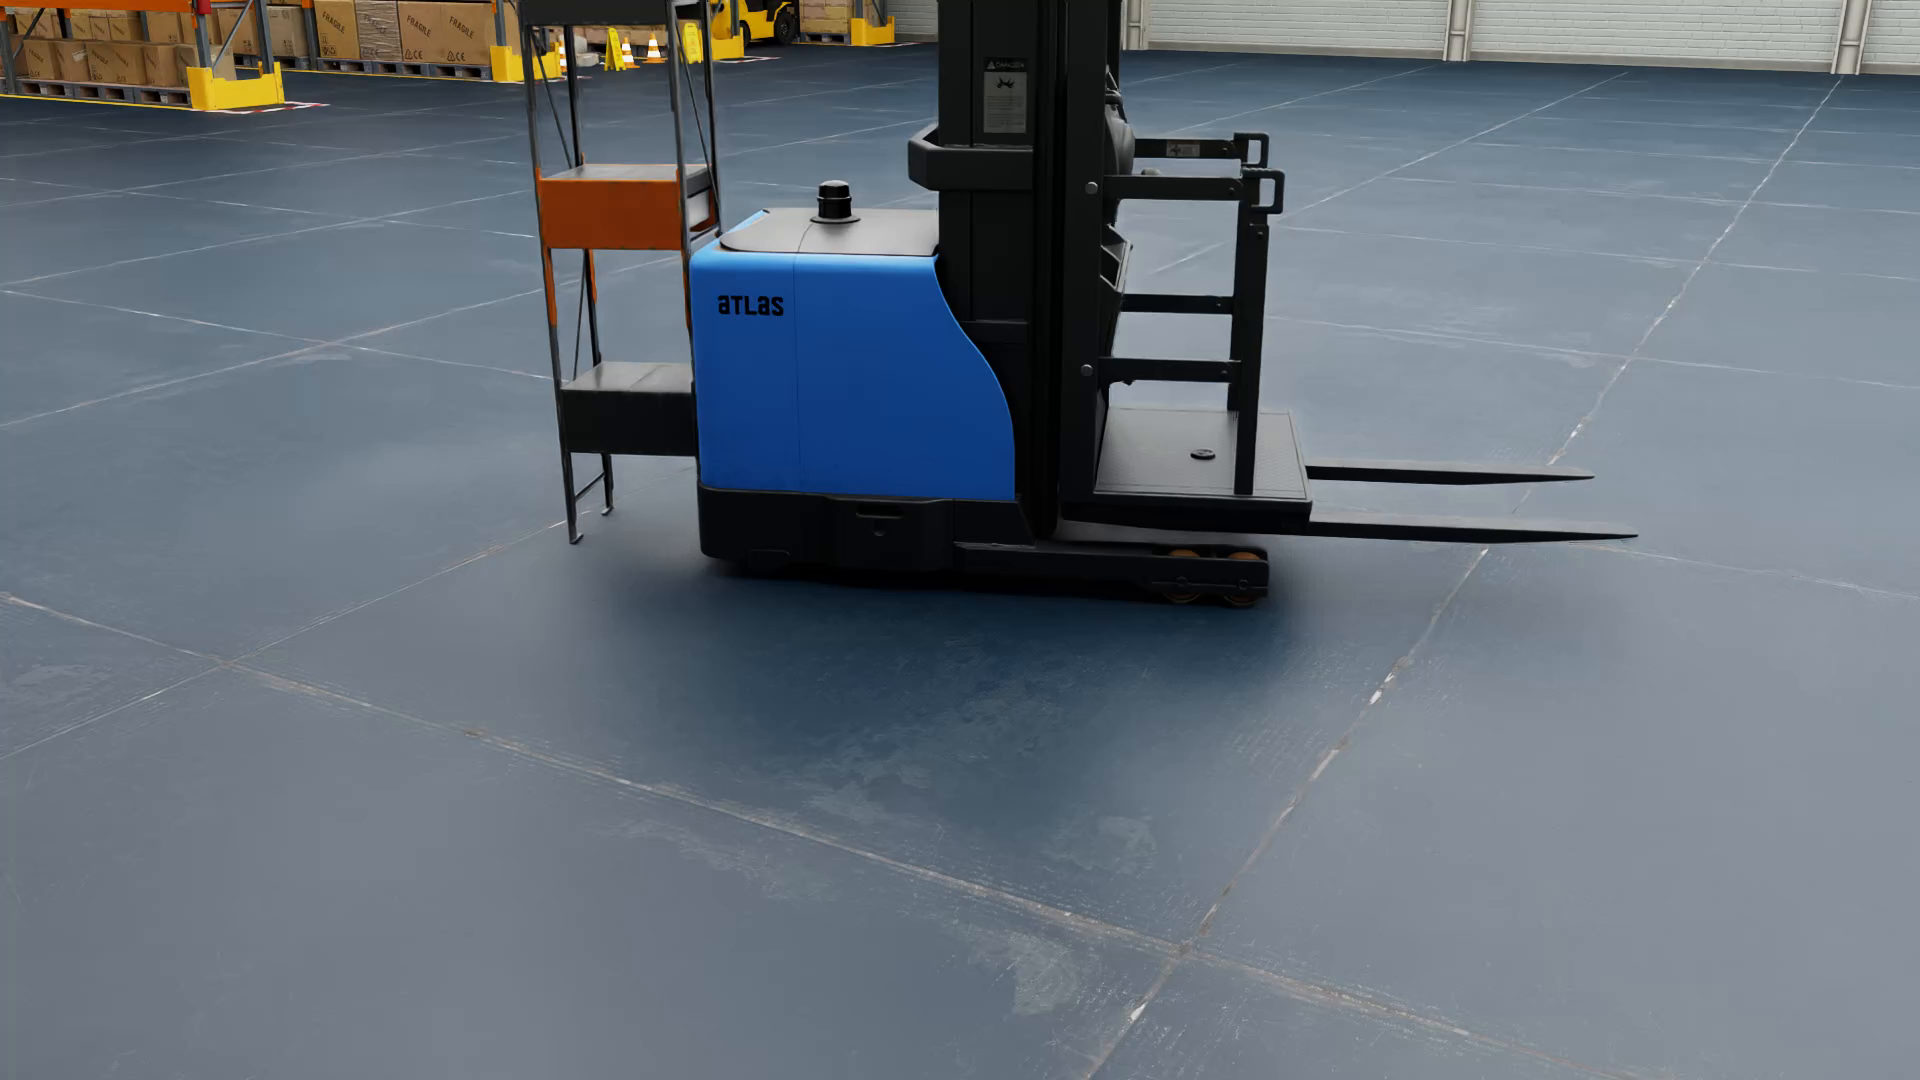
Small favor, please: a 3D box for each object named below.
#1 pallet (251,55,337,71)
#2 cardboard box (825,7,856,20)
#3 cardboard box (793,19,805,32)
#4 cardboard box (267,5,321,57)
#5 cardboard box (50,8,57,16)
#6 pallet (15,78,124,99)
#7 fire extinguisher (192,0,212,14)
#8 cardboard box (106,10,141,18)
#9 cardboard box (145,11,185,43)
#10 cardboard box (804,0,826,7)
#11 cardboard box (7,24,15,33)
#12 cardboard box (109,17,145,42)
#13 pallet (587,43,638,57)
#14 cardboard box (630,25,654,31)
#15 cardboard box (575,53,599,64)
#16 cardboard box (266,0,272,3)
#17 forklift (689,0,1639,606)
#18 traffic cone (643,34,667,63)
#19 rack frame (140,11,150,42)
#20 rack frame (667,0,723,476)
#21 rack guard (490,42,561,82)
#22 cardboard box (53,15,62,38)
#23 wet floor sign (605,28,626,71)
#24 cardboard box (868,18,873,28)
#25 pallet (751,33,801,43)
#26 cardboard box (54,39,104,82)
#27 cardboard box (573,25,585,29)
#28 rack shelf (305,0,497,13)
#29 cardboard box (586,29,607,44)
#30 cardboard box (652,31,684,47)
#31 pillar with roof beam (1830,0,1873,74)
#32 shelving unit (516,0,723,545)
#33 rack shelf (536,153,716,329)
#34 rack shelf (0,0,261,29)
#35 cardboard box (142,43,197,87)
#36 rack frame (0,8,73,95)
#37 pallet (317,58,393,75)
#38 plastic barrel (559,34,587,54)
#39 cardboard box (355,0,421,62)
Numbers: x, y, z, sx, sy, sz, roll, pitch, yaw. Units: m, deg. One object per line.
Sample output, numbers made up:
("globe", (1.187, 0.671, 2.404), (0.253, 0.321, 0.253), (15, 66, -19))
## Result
("pallet", (-10.697, -7.783, 27.012), (1.213, 0.211, 1.003), (11, 23, 27))
("cardboard box", (-2.329, -10.419, 32.873), (0.500, 0.250, 0.500), (10, 22, 27))
("cardboard box", (-3.178, -10.352, 33.421), (0.500, 0.250, 0.500), (11, 23, 28))
("cardboard box", (-10.573, -8.204, 26.767), (0.750, 0.750, 1.050), (11, 23, 27))
("cardboard box", (-15.546, -9.318, 29.104), (0.500, 0.250, 0.500), (12, 23, 29))
("pallet", (-11.891, -6.116, 22.417), (1.213, 0.211, 1.003), (11, 23, 27))
("fire extinguisher", (-9.127, -6.671, 19.969), (0.183, 0.674, 0.296), (11, 23, 27))
("cardboard box", (-14.204, -9.064, 28.403), (0.500, 0.250, 0.500), (10, 22, 26))
("cardboard box", (-12.991, -8.665, 28.037), (0.750, 0.750, 1.050), (10, 22, 27))
("cardboard box", (-2.754, -10.733, 33.006), (0.500, 0.250, 0.500), (11, 23, 28))
("cardboard box", (-17.401, -9.273, 30.159), (0.250, 0.149, 0.380), (11, 23, 28))
("cardboard box", (-14.181, -8.707, 28.520), (0.500, 0.500, 0.500), (11, 23, 27))
("pallet", (-5.988, -8.864, 29.992), (1.213, 0.211, 1.003), (11, 23, 27))
("cardboard box", (-5.453, -9.212, 29.179), (0.500, 0.500, 0.500), (12, 23, 29))
("cardboard box", (-6.298, -8.090, 27.948), (0.380, 0.149, 0.250), (-11, 23, -29))
("cardboard box", (-14.065, -10.928, 34.093), (0.875, 0.875, 0.875), (12, 23, 29))
("forklift", (0.687, -1.363, 5.323), (3.031, 2.935, 1.130), (3, 20, 7))
("traffic cone", (-5.174, -8.308, 28.090), (0.334, 0.463, 0.336), (11, 23, 27))
("rack frame", (-13.479, -9.653, 28.078), (0.127, 3.000, 1.000), (11, 23, 27))
("rack frame", (-0.860, -1.020, 5.577), (0.015, 2.100, 0.400), (2, 20, 9))
("rack guard", (-6.474, -7.144, 24.826), (0.348, 0.500, 1.175), (11, 23, 27))
("cardboard box", (-15.529, -8.968, 29.240), (0.500, 0.500, 0.500), (11, 23, 28))
("wet floor sign", (-5.504, -7.801, 26.424), (0.232, 0.644, 0.267), (7, 21, 18))
("cardboard box", (-2.085, -10.336, 33.378), (0.500, 0.250, 0.500), (11, 23, 28))
("pallet", (-3.501, -10.299, 33.947), (1.213, 0.211, 1.003), (11, 23, 27))
("cardboard box", (-11.661, -6.379, 22.102), (0.500, 0.500, 0.500), (-17, 26, -39))
("cardboard box", (-6.805, -9.472, 29.895), (0.500, 0.500, 0.500), (12, 23, 29))
("rack shelf", (-8.241, -8.317, 25.450), (4.000, 0.370, 1.077), (11, 23, 27))
("cardboard box", (-6.342, -9.032, 29.782), (0.500, 0.250, 0.500), (10, 22, 27))
("cardboard box", (-5.027, -8.776, 29.078), (0.500, 0.250, 0.500), (11, 23, 27))
("pillar with roof beam", (11.695, -10.221, 20.845), (0.400, 9.000, 9.100), (11, 23, 27))
("shelving unit", (-1.101, -1.029, 5.614), (0.503, 2.100, 0.431), (2, 20, 9))
("rack shelf", (-1.101, -1.017, 5.618), (0.480, 0.518, 0.431), (2, 20, 9))
("rack shelf", (-10.748, -6.858, 21.426), (4.000, 0.370, 1.077), (11, 23, 27))
("cardboard box", (-10.078, -6.083, 21.287), (0.500, 0.500, 0.500), (18, 27, 41))
("rack frame", (-12.494, -7.528, 22.220), (0.127, 3.000, 1.000), (11, 23, 27))
("pallet", (-9.361, -7.527, 26.307), (1.213, 0.211, 1.003), (11, 23, 27))
("plastic barrel", (-6.711, -8.495, 28.663), (0.512, 0.421, 0.421), (-7, 21, -20))
("cardboard box", (-8.683, -7.912, 25.779), (0.875, 0.875, 0.875), (11, 23, 28))
